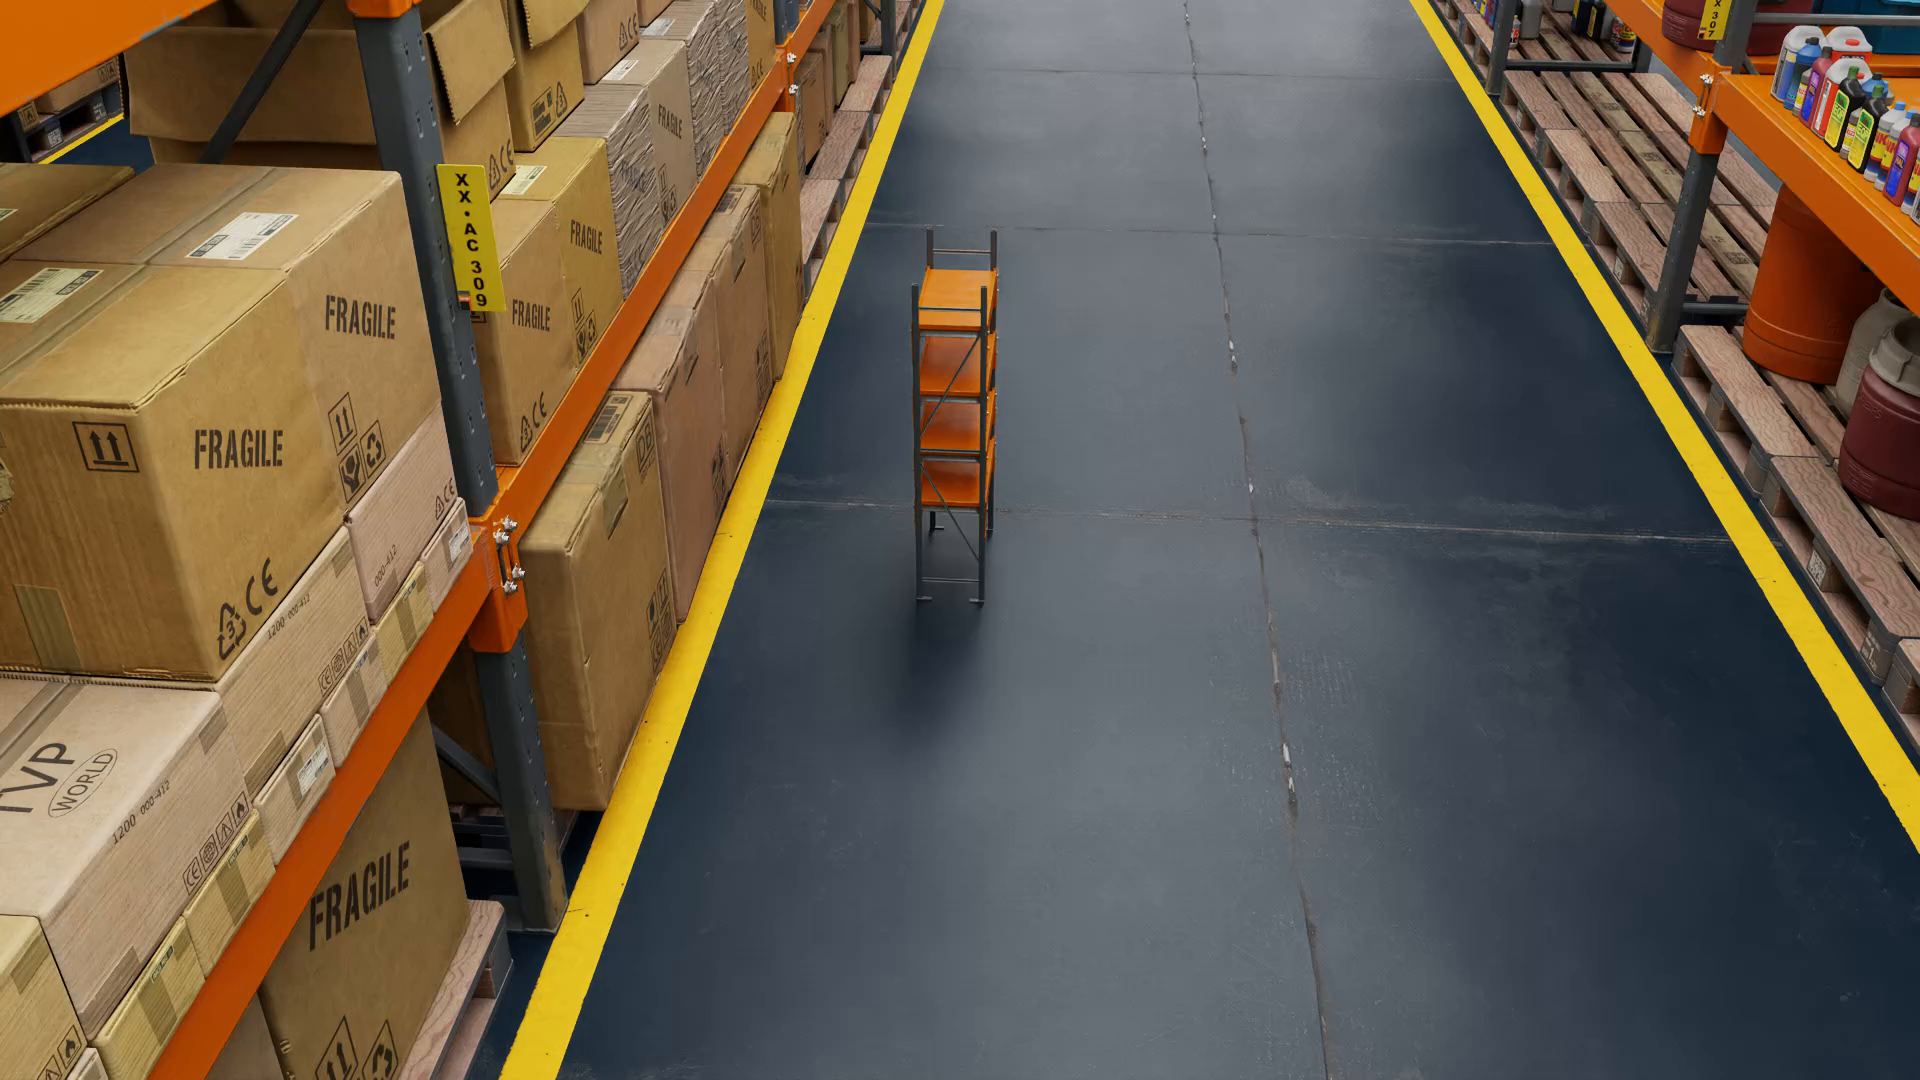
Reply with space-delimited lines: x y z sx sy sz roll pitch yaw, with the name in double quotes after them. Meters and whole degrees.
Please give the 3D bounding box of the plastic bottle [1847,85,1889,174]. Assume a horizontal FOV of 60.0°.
3.205 -1.444 5.845 0.061 0.283 0.133 2 32 4 "plastic bottle"

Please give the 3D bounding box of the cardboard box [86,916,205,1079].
-1.389 0.696 2.502 0.380 0.149 0.250 2 32 3 "cardboard box"

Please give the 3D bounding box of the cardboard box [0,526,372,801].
-1.401 0.193 2.937 0.500 0.250 0.500 3 32 5 "cardboard box"

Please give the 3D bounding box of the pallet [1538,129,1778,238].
3.879 -1.989 9.277 1.003 0.211 1.213 2 32 4 "pallet"

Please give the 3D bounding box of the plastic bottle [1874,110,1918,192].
3.206 -1.327 5.667 0.097 0.271 0.097 0 32 0 "plastic bottle"

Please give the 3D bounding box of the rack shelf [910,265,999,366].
-0.013 -0.759 5.589 0.258 0.148 0.480 2 32 4 "rack shelf"

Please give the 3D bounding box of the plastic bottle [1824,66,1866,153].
3.224 -1.565 6.041 0.061 0.283 0.133 2 32 4 "plastic bottle"

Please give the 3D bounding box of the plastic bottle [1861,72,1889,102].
3.304 -1.566 6.054 0.097 0.271 0.097 0 32 0 "plastic bottle"

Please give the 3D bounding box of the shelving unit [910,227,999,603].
-0.013 -0.424 5.795 0.258 1.200 0.503 2 32 4 "shelving unit"

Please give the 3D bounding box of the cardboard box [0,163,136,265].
-1.881 -0.399 3.183 0.500 0.500 0.500 2 32 4 "cardboard box"

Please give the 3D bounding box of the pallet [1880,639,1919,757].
3.454 0.740 4.848 1.003 0.211 1.213 2 32 4 "pallet"

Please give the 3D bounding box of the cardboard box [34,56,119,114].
-5.914 -3.093 10.154 1.050 0.750 0.750 2 32 4 "cardboard box"

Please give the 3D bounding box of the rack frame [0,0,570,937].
-1.587 -0.257 3.808 1.000 3.000 0.127 2 32 4 "rack frame"

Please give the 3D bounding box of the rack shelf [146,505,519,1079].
-1.750 1.095 2.299 1.077 0.370 4.000 2 32 4 "rack shelf"

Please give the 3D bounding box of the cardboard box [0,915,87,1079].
-1.487 0.725 2.074 0.500 0.250 0.500 2 32 3 "cardboard box"

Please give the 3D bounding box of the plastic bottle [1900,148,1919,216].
3.187 -1.206 5.471 0.097 0.271 0.097 0 32 0 "plastic bottle"

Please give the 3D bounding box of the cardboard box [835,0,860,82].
-1.007 -3.243 10.616 0.700 0.500 0.500 0 32 0 "cardboard box"

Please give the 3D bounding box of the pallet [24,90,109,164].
-5.955 -2.471 10.059 1.003 0.211 1.213 2 32 4 "pallet"

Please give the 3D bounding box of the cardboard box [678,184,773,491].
-1.418 -0.797 6.309 1.225 0.875 0.875 3 32 4 "cardboard box"

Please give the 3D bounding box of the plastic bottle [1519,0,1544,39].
3.910 -3.631 11.388 0.144 0.351 0.185 2 32 4 "plastic bottle"

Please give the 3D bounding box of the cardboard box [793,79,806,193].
-1.194 -2.113 8.783 0.700 0.500 0.500 0 32 0 "cardboard box"

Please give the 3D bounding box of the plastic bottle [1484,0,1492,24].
3.754 -3.796 11.720 0.061 0.283 0.133 5 32 7 "plastic bottle"

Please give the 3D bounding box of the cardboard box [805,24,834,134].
-1.110 -2.702 9.738 0.700 0.500 0.500 0 32 0 "cardboard box"

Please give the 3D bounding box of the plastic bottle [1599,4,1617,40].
4.463 -3.574 11.368 0.152 0.276 0.135 4 32 6 "plastic bottle"

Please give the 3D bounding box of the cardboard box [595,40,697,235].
-1.182 -1.324 5.444 0.500 0.500 0.500 3 32 5 "cardboard box"

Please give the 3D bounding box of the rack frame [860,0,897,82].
-0.935 -4.440 10.596 1.000 3.000 0.127 2 32 4 "rack frame"

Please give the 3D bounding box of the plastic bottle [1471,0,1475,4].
3.816 -4.074 12.182 0.097 0.271 0.097 0 32 0 "plastic bottle"

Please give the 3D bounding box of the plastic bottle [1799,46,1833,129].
3.246 -1.705 6.268 0.061 0.283 0.133 2 32 4 "plastic bottle"

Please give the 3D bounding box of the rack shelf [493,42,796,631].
-1.424 -0.996 5.693 1.077 0.370 4.000 2 32 4 "rack shelf"

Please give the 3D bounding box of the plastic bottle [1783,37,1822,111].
3.281 -1.810 6.451 0.097 0.271 0.097 0 32 0 "plastic bottle"

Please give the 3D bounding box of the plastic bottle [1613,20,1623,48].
4.472 -3.425 11.197 0.097 0.201 0.097 0 32 0 "plastic bottle"

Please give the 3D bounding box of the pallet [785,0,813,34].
-1.309 -2.644 7.864 1.213 0.211 1.003 2 32 4 "pallet"

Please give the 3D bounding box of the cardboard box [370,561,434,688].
-1.306 0.159 3.373 0.380 0.149 0.250 3 32 5 "cardboard box"

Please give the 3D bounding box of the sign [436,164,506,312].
-1.034 -0.636 3.523 0.100 0.325 0.005 2 32 4 "sign"

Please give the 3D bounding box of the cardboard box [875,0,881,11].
-0.824 -4.062 11.964 0.500 0.500 0.500 13 34 19 "cardboard box"

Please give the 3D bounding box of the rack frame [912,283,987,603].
-0.033 -0.297 5.588 0.240 1.200 0.015 2 32 4 "rack frame"

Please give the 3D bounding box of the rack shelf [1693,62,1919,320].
3.513 -0.785 5.350 1.077 0.370 4.000 2 32 4 "rack shelf"

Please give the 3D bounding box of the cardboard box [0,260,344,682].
-1.403 -0.125 2.739 0.500 0.500 0.500 3 32 4 "cardboard box"

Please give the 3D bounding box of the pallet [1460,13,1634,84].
4.097 -3.391 11.551 1.003 0.211 1.213 2 32 4 "pallet"

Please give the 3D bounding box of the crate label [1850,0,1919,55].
4.083 -2.270 7.234 0.303 0.233 0.416 2 32 4 "crate label"

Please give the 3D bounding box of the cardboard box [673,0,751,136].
-1.101 -1.862 6.317 0.500 0.500 0.500 2 32 4 "cardboard box"

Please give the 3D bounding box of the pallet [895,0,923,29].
-0.819 -4.245 12.937 1.003 0.211 1.213 2 32 4 "pallet"

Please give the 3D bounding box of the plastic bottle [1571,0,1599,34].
4.337 -3.699 11.498 0.144 0.351 0.185 2 32 4 "plastic bottle"

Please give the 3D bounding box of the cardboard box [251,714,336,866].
-1.348 0.427 2.938 0.380 0.149 0.250 3 32 5 "cardboard box"

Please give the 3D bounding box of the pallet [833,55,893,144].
-0.997 -2.846 10.666 1.003 0.211 1.213 2 32 4 "pallet"

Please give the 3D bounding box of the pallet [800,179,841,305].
-1.196 -1.570 8.596 1.003 0.211 1.213 2 32 4 "pallet"

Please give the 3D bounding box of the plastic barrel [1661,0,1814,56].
3.411 -2.450 7.237 0.600 0.536 0.708 2 32 4 "plastic barrel"

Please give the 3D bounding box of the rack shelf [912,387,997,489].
-0.013 -0.367 5.830 0.258 0.148 0.480 2 32 4 "rack shelf"

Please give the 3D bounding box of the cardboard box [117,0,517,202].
-1.543 -1.061 4.061 0.797 0.503 0.637 2 32 3 "cardboard box"

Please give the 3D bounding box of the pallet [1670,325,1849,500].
3.653 -0.536 6.918 1.003 0.211 1.213 2 32 4 "pallet"

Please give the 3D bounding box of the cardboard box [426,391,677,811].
-1.555 0.133 4.799 1.225 0.875 0.875 3 32 4 "cardboard box"

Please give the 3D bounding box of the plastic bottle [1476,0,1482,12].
3.825 -3.959 11.992 0.152 0.276 0.135 3 32 5 "plastic bottle"

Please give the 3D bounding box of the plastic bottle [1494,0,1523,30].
3.766 -3.637 11.398 0.144 0.351 0.185 2 32 3 "plastic bottle"

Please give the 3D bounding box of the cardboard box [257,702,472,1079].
-1.720 0.811 3.700 0.875 0.875 0.875 2 32 4 "cardboard box"

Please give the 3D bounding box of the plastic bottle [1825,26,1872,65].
3.470 -1.865 6.536 0.152 0.276 0.135 2 32 4 "plastic bottle"

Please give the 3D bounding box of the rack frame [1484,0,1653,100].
4.001 -4.228 10.252 1.000 3.000 0.127 2 32 4 "rack frame"

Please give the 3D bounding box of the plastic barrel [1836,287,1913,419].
3.696 -0.701 6.499 0.421 0.512 0.421 0 32 0 "plastic barrel"

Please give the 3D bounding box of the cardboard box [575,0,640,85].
-1.441 -1.745 5.171 0.797 0.503 0.637 3 32 6 "cardboard box"

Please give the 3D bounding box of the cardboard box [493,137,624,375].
-1.260 -0.792 4.581 0.500 0.500 0.500 3 32 4 "cardboard box"
